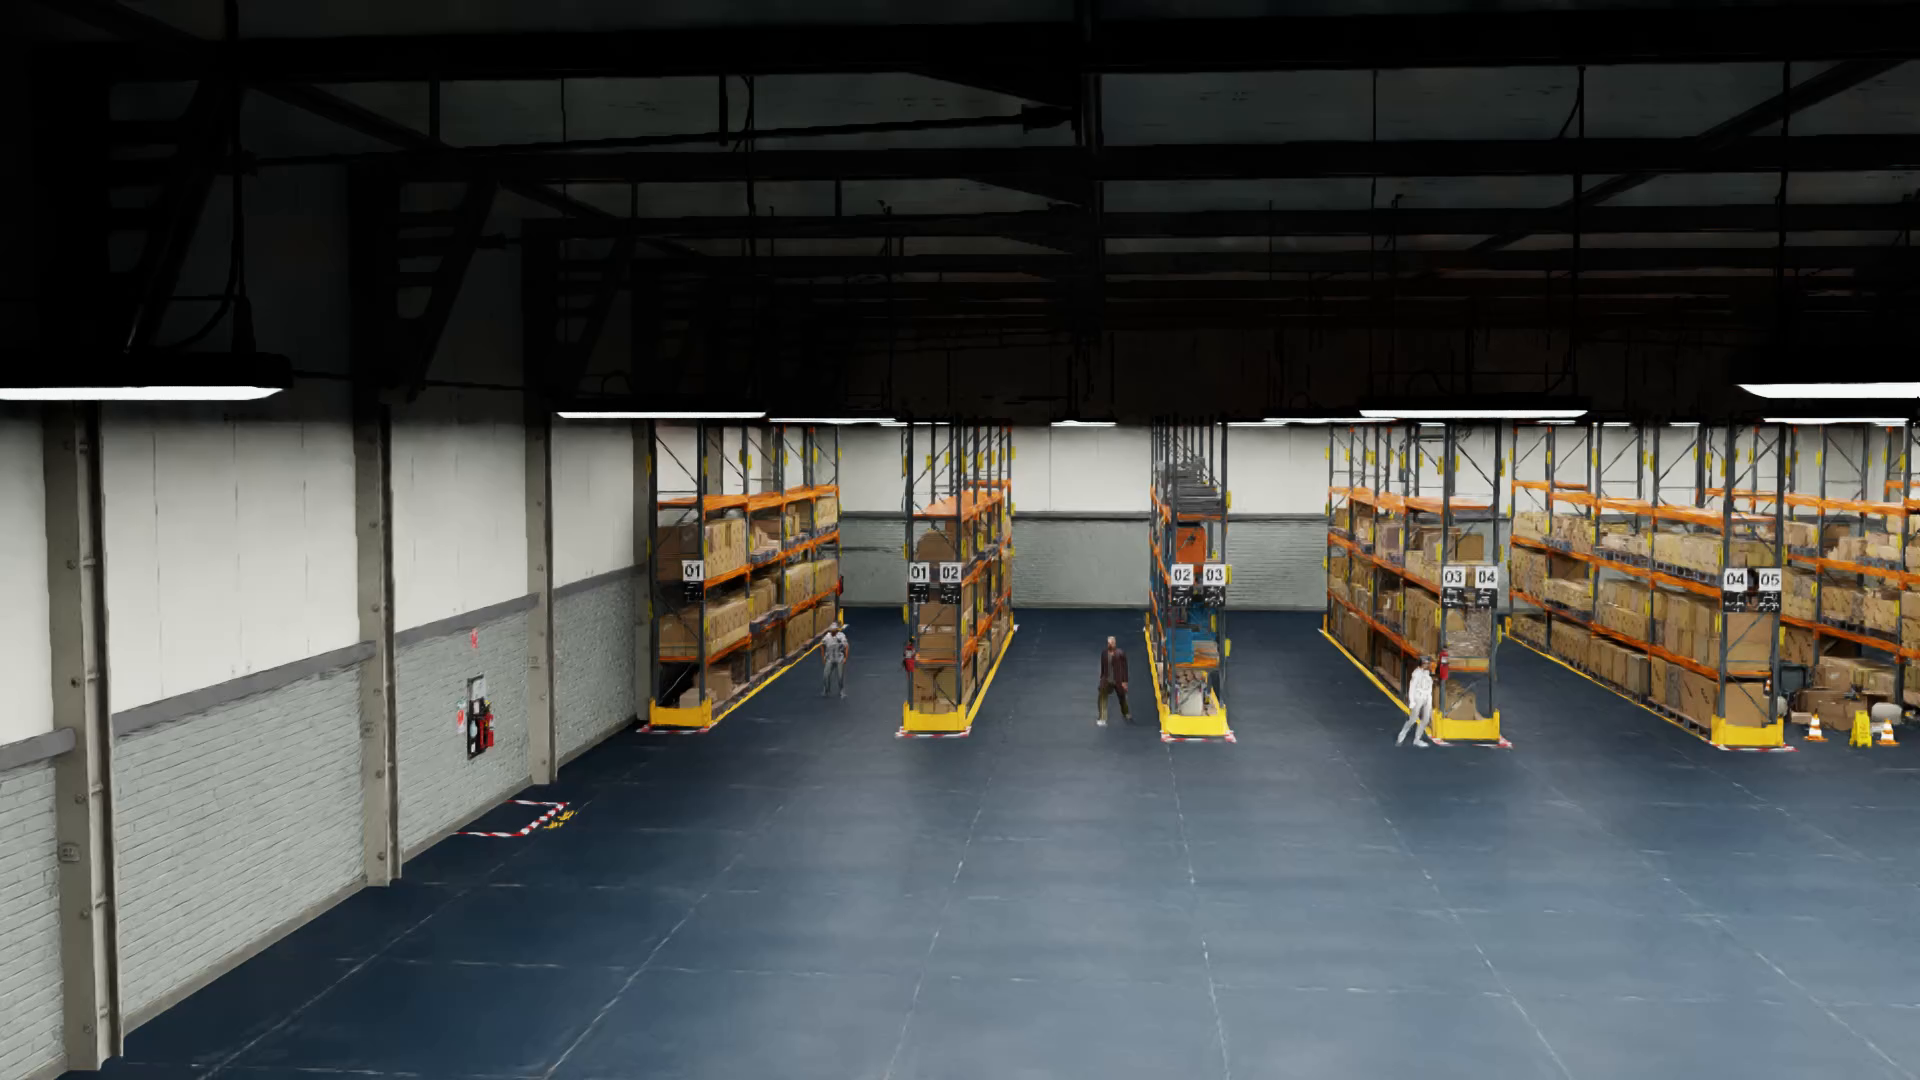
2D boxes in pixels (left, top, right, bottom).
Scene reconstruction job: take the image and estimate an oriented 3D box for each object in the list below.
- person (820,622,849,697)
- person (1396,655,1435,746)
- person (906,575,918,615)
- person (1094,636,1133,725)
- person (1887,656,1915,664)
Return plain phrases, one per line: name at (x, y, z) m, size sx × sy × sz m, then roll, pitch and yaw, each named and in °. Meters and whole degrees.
person at (-2.670, 2.544, 35.403) m, size 0.625 × 1.611 × 0.582 m, roll 0°, pitch 4°, yaw 4°
person at (8.208, 2.890, 30.009) m, size 0.659 × 1.647 × 0.509 m, roll -3°, pitch 5°, yaw -36°
person at (-1.435, 1.518, 51.040) m, size 0.417 × 1.517 × 1.037 m, roll 0°, pitch 4°, yaw 7°
person at (2.986, 2.701, 32.152) m, size 0.619 × 1.722 × 1.045 m, roll 2°, pitch 4°, yaw 25°
person at (22.971, 2.090, 40.526) m, size 0.594 × 1.782 × 0.678 m, roll 2°, pitch 4°, yaw 28°
